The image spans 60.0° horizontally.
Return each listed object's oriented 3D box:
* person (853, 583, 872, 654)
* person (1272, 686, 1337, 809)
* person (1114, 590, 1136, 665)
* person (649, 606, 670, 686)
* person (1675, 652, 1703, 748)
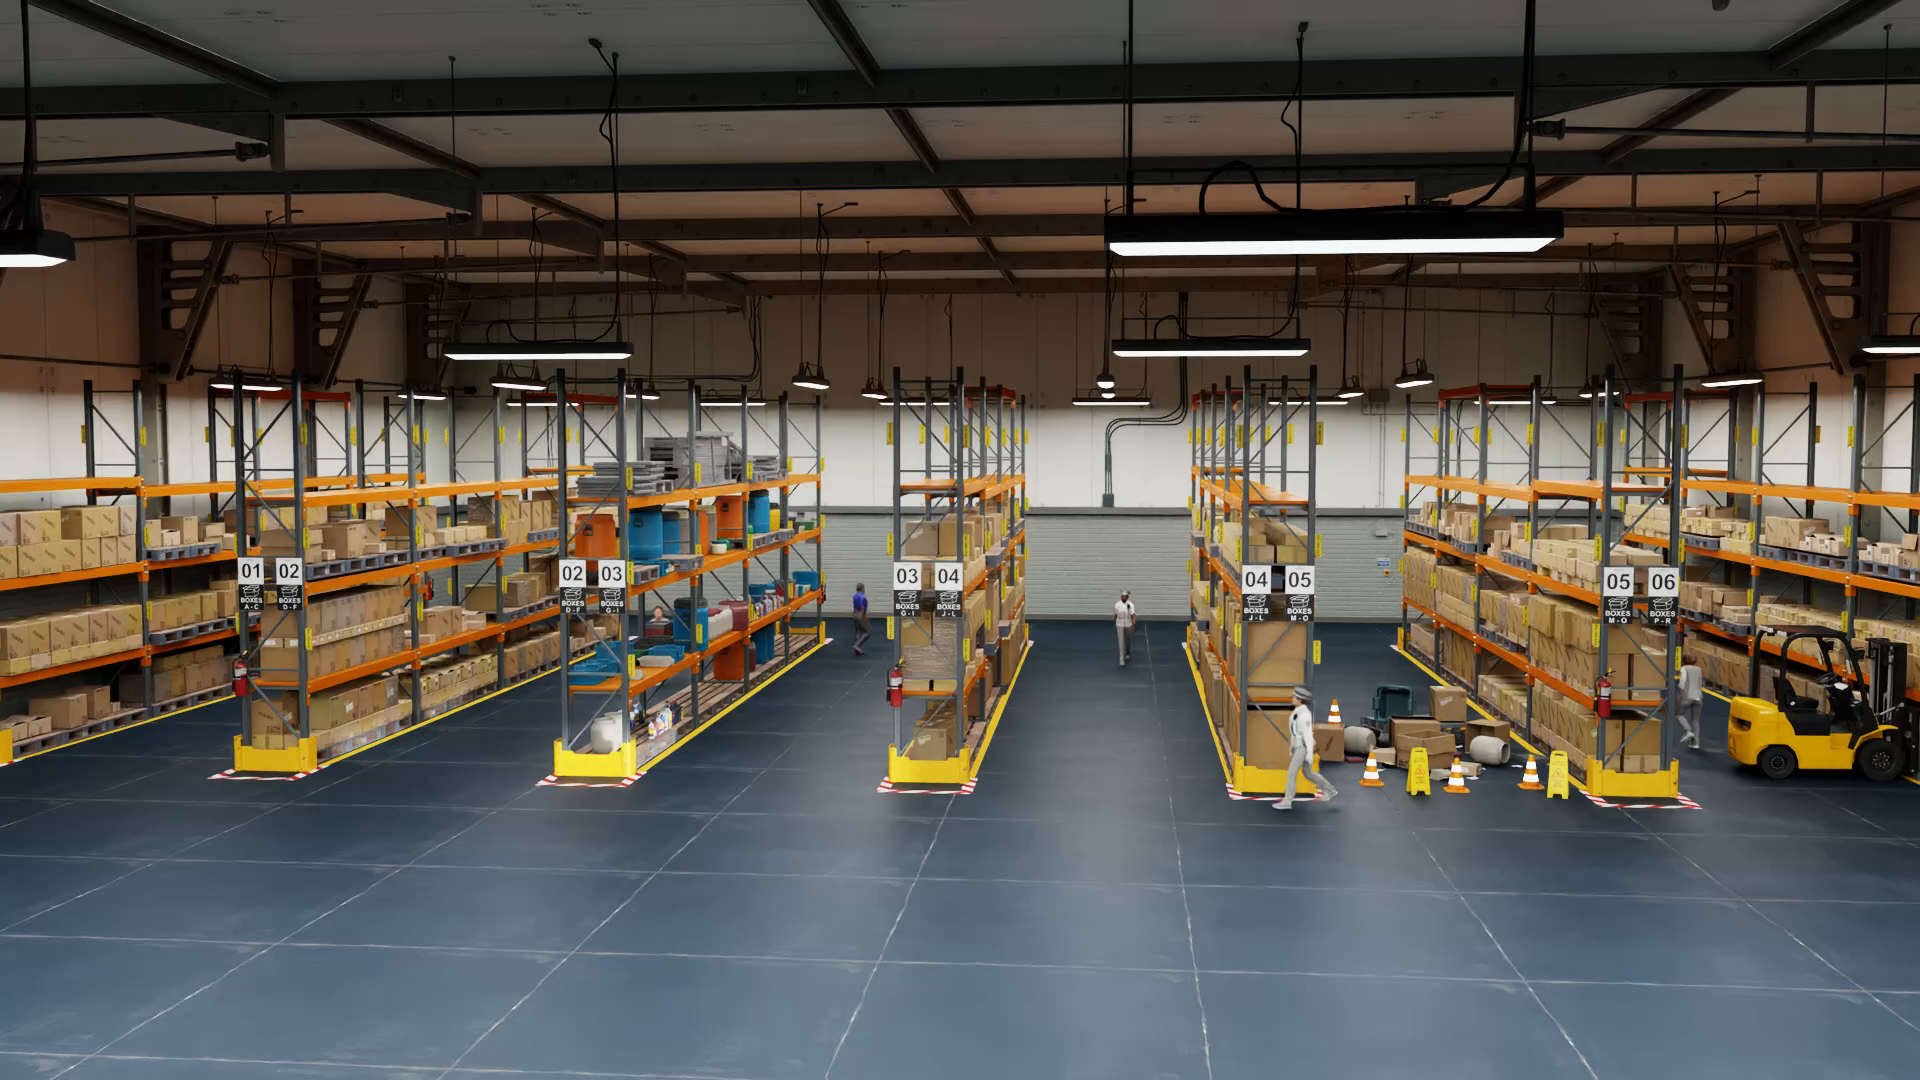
[{"bbox_3d":[-2.317,1.807,38.128,0.459,1.658,0.491,-2,4,-32],"label":"person"},{"bbox_3d":[4.640,2.776,22.350,0.972,1.635,0.521,-1,4,-10],"label":"person"},{"bbox_3d":[3.634,1.897,36.588,0.463,1.625,1.033,0,4,4],"label":"person"},{"bbox_3d":[-6.028,2.120,33.564,0.529,1.623,0.576,0,4,7],"label":"person"},{"bbox_3d":[11.840,2.584,26.981,0.470,1.497,0.736,0,4,8],"label":"person"}]
